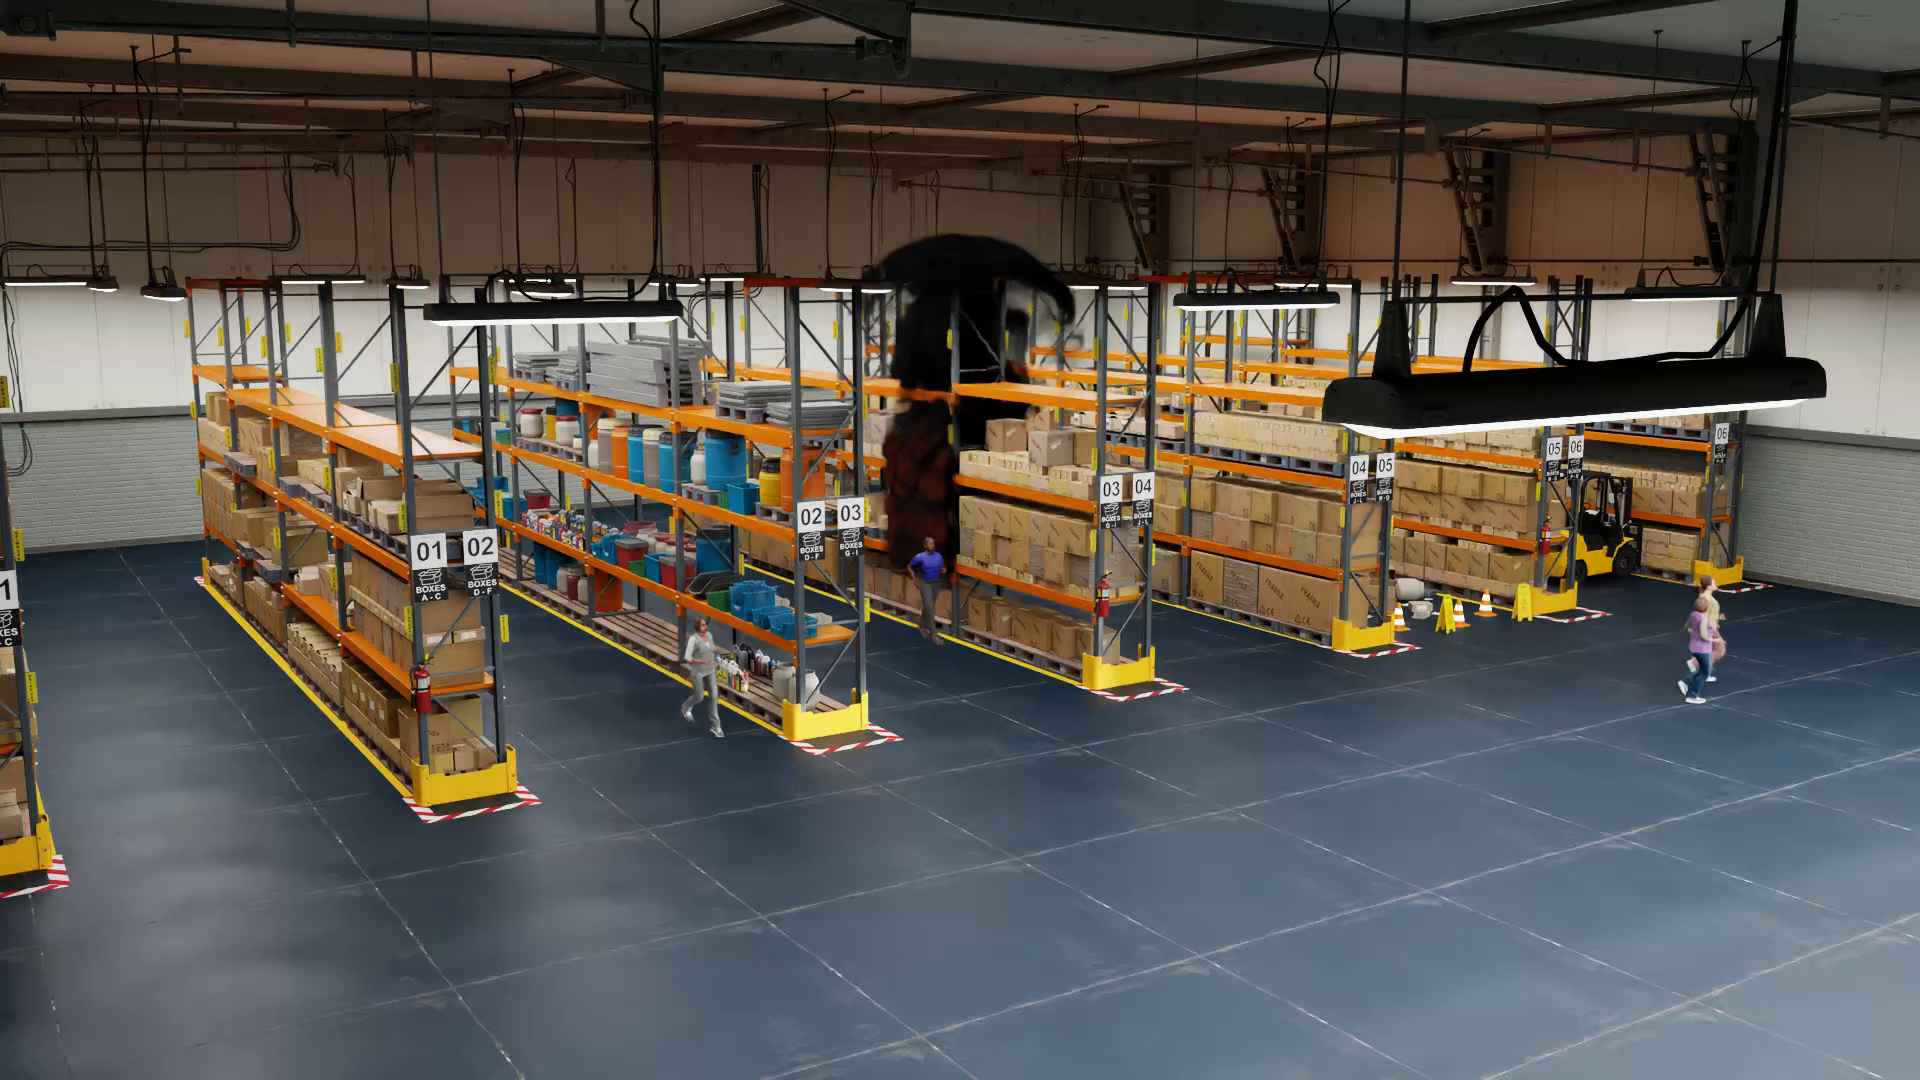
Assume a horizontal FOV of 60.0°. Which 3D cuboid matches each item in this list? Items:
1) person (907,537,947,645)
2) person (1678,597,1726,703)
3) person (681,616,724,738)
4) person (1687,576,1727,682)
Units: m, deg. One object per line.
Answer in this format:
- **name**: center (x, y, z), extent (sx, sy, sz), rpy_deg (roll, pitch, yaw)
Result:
- **person**: center (-0.474, 0.840, 26.508), extent (0.570, 1.587, 0.863), rpy_deg (-7, 12, -34)
- **person**: center (10.665, 1.585, 23.897), extent (0.549, 1.554, 0.529), rpy_deg (1, 10, 5)
- **person**: center (-3.482, 1.813, 22.399), extent (0.538, 1.602, 0.877), rpy_deg (-9, 13, -42)
- **person**: center (11.303, 1.341, 25.132), extent (0.556, 1.622, 0.576), rpy_deg (2, 10, 14)
